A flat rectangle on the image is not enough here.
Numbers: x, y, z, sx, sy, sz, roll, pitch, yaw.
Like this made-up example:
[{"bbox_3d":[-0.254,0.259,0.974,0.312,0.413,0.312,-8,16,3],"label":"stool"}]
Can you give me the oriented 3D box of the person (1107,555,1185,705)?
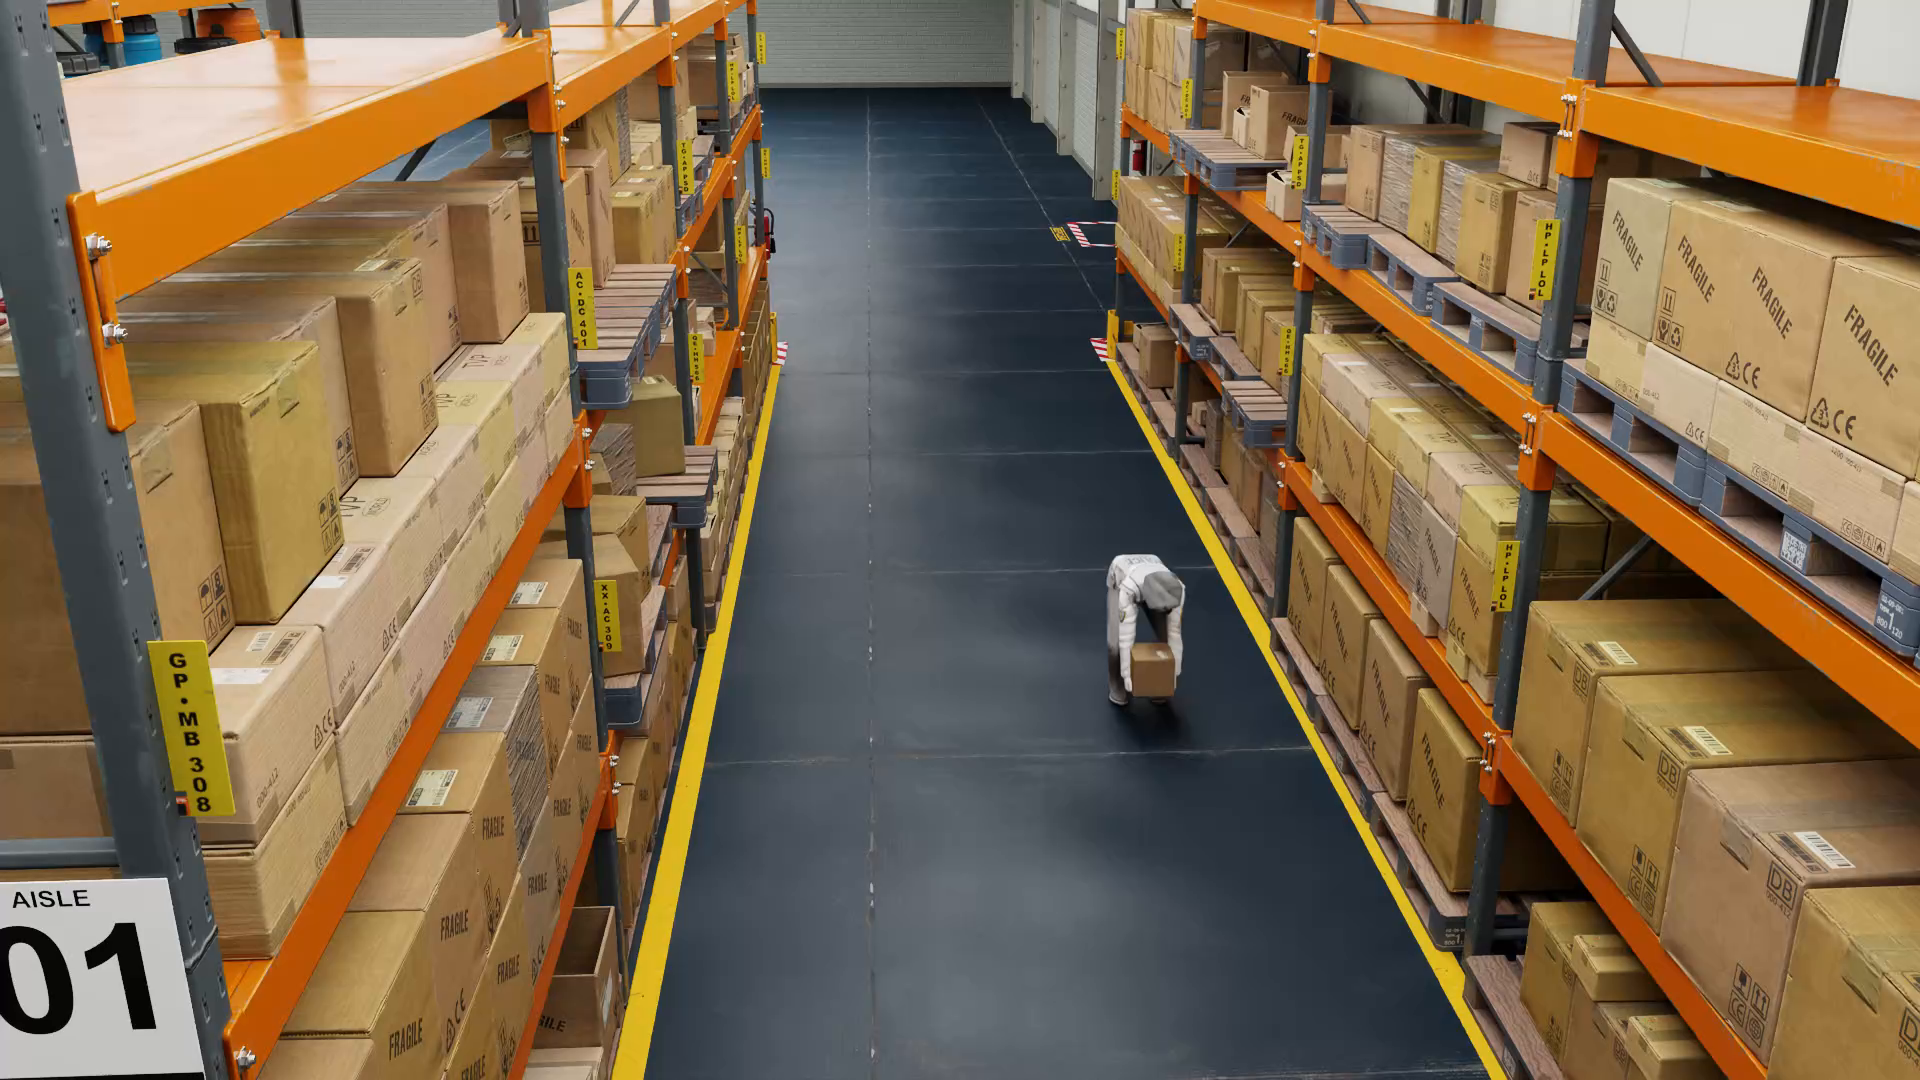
[{"bbox_3d":[1.160,0.580,10.386,0.455,1.065,0.921,-2,21,-6],"label":"person"}]
